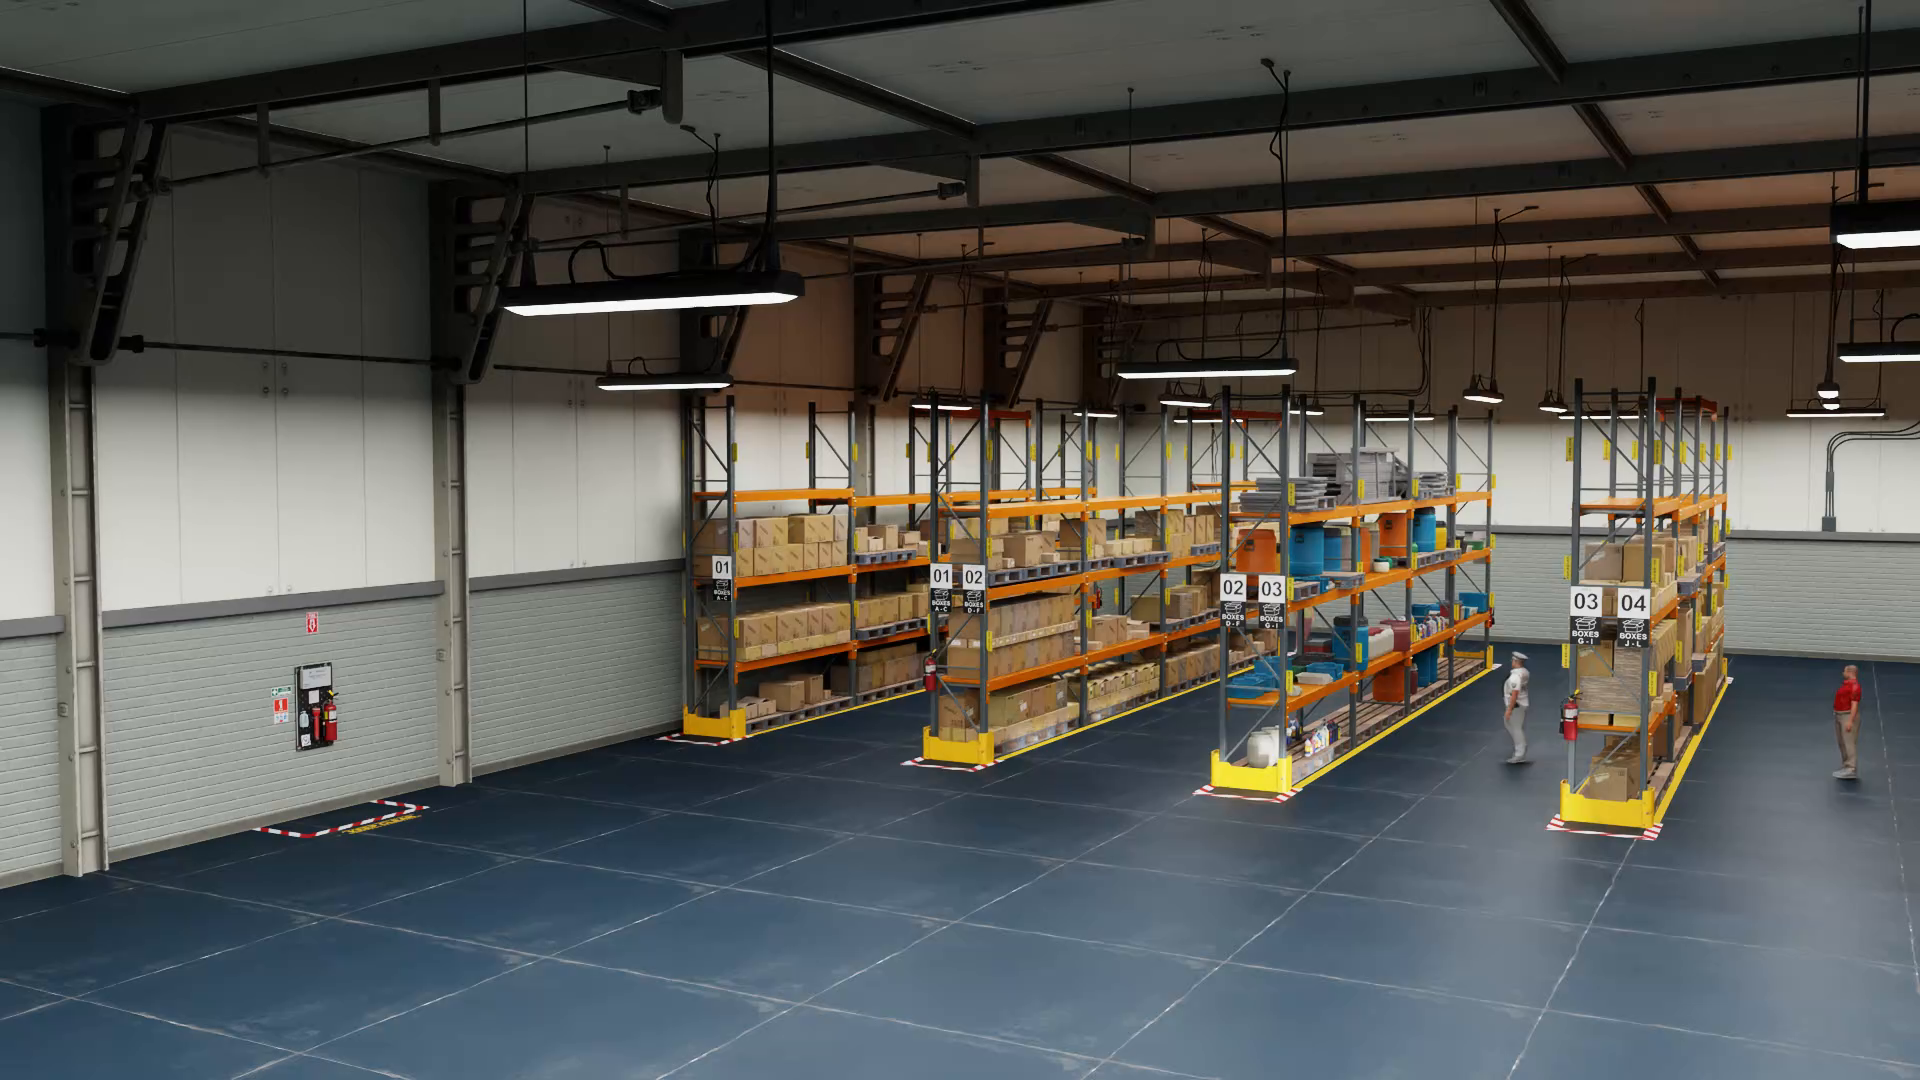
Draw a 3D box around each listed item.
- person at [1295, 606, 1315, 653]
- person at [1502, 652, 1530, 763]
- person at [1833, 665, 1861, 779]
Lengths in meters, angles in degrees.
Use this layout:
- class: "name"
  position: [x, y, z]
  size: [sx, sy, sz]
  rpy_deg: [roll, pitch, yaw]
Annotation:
- class: "person"
  position: [8.639, 1.981, 41.675]
  size: [0.494, 1.684, 0.475]
  rpy_deg: [1, 3, 19]
- class: "person"
  position: [9.003, 2.699, 26.932]
  size: [0.438, 1.786, 0.674]
  rpy_deg: [1, 3, 19]
- class: "person"
  position: [13.662, 2.796, 25.679]
  size: [0.501, 1.737, 0.597]
  rpy_deg: [0, 3, 1]
